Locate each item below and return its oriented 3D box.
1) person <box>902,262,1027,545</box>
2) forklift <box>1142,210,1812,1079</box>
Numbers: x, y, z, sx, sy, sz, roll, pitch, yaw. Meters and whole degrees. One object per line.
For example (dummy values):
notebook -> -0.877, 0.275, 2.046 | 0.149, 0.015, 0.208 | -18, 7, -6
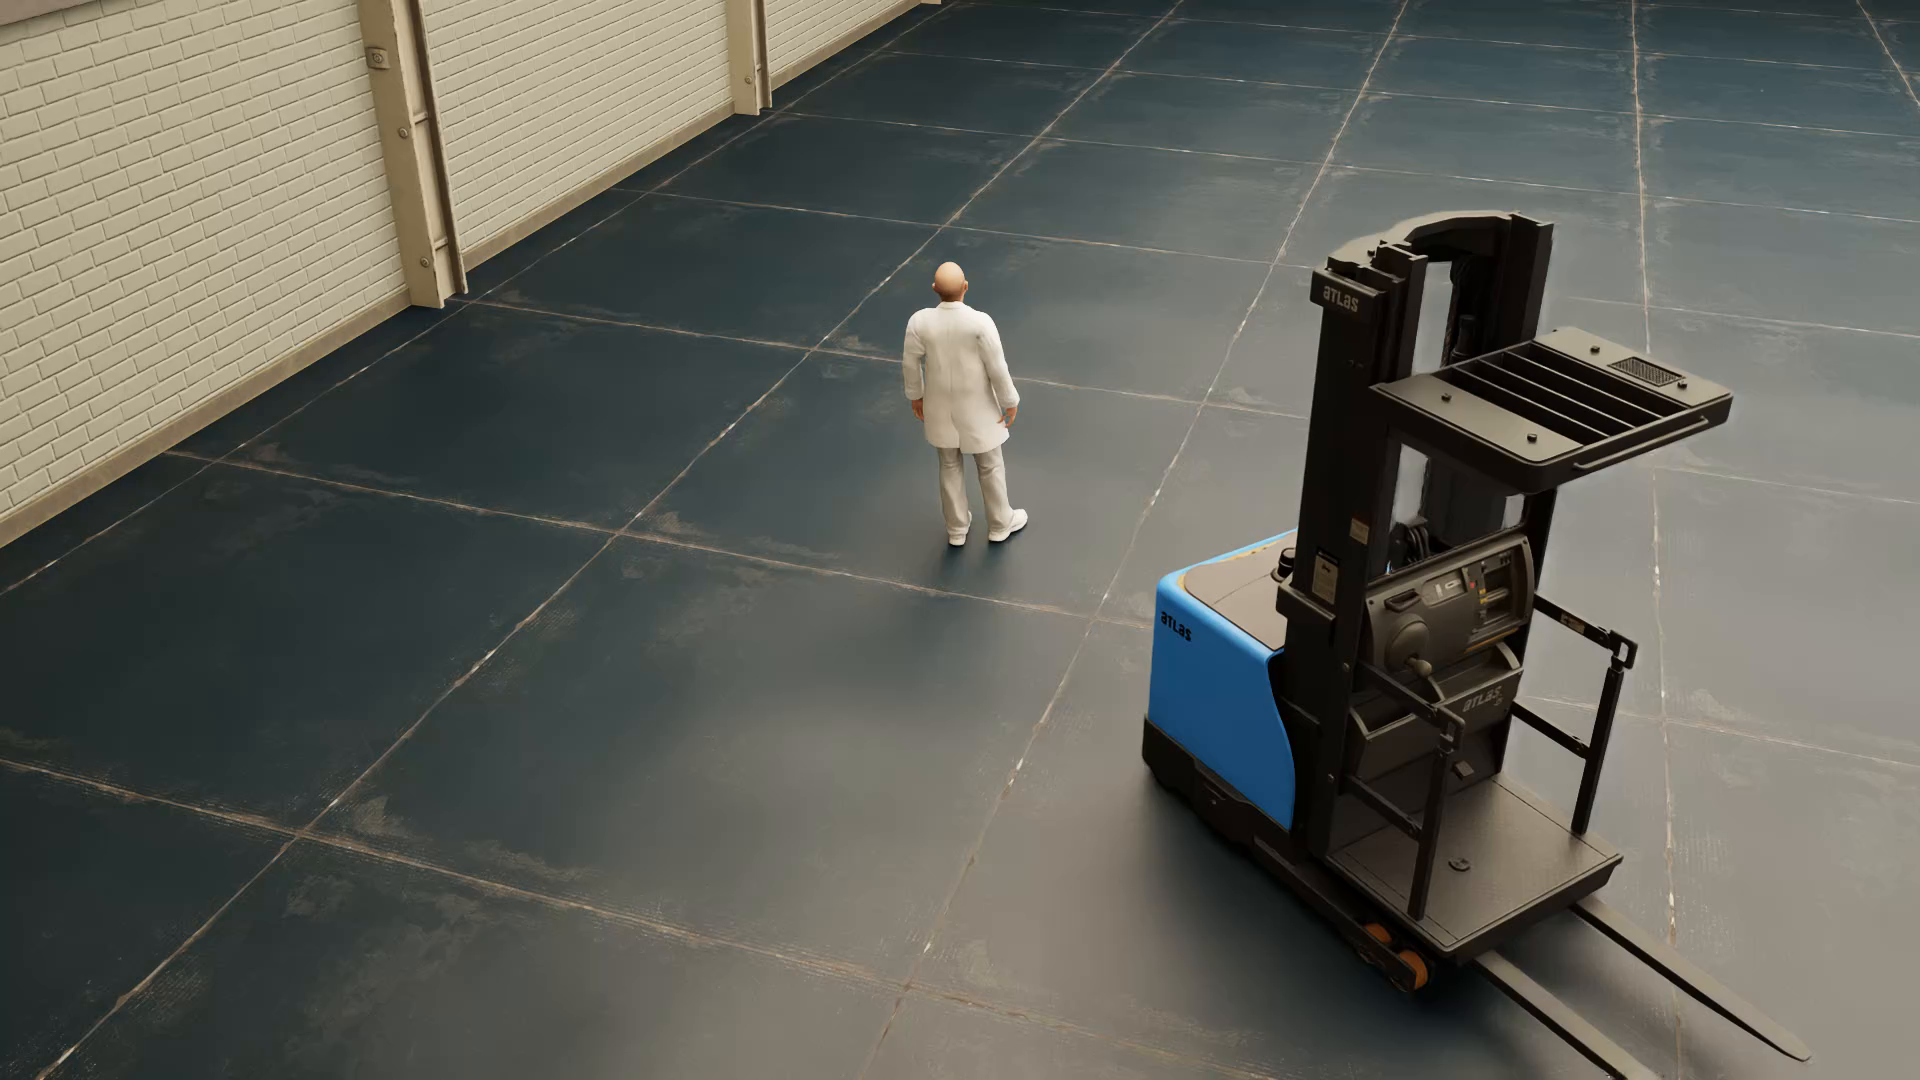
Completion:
person -> 0.033, -0.821, 9.727 | 0.696, 1.777, 0.578 | 10, 31, 16
forklift -> 2.107, 0.315, 6.584 | 1.130, 2.935, 3.031 | -18, 34, -28
